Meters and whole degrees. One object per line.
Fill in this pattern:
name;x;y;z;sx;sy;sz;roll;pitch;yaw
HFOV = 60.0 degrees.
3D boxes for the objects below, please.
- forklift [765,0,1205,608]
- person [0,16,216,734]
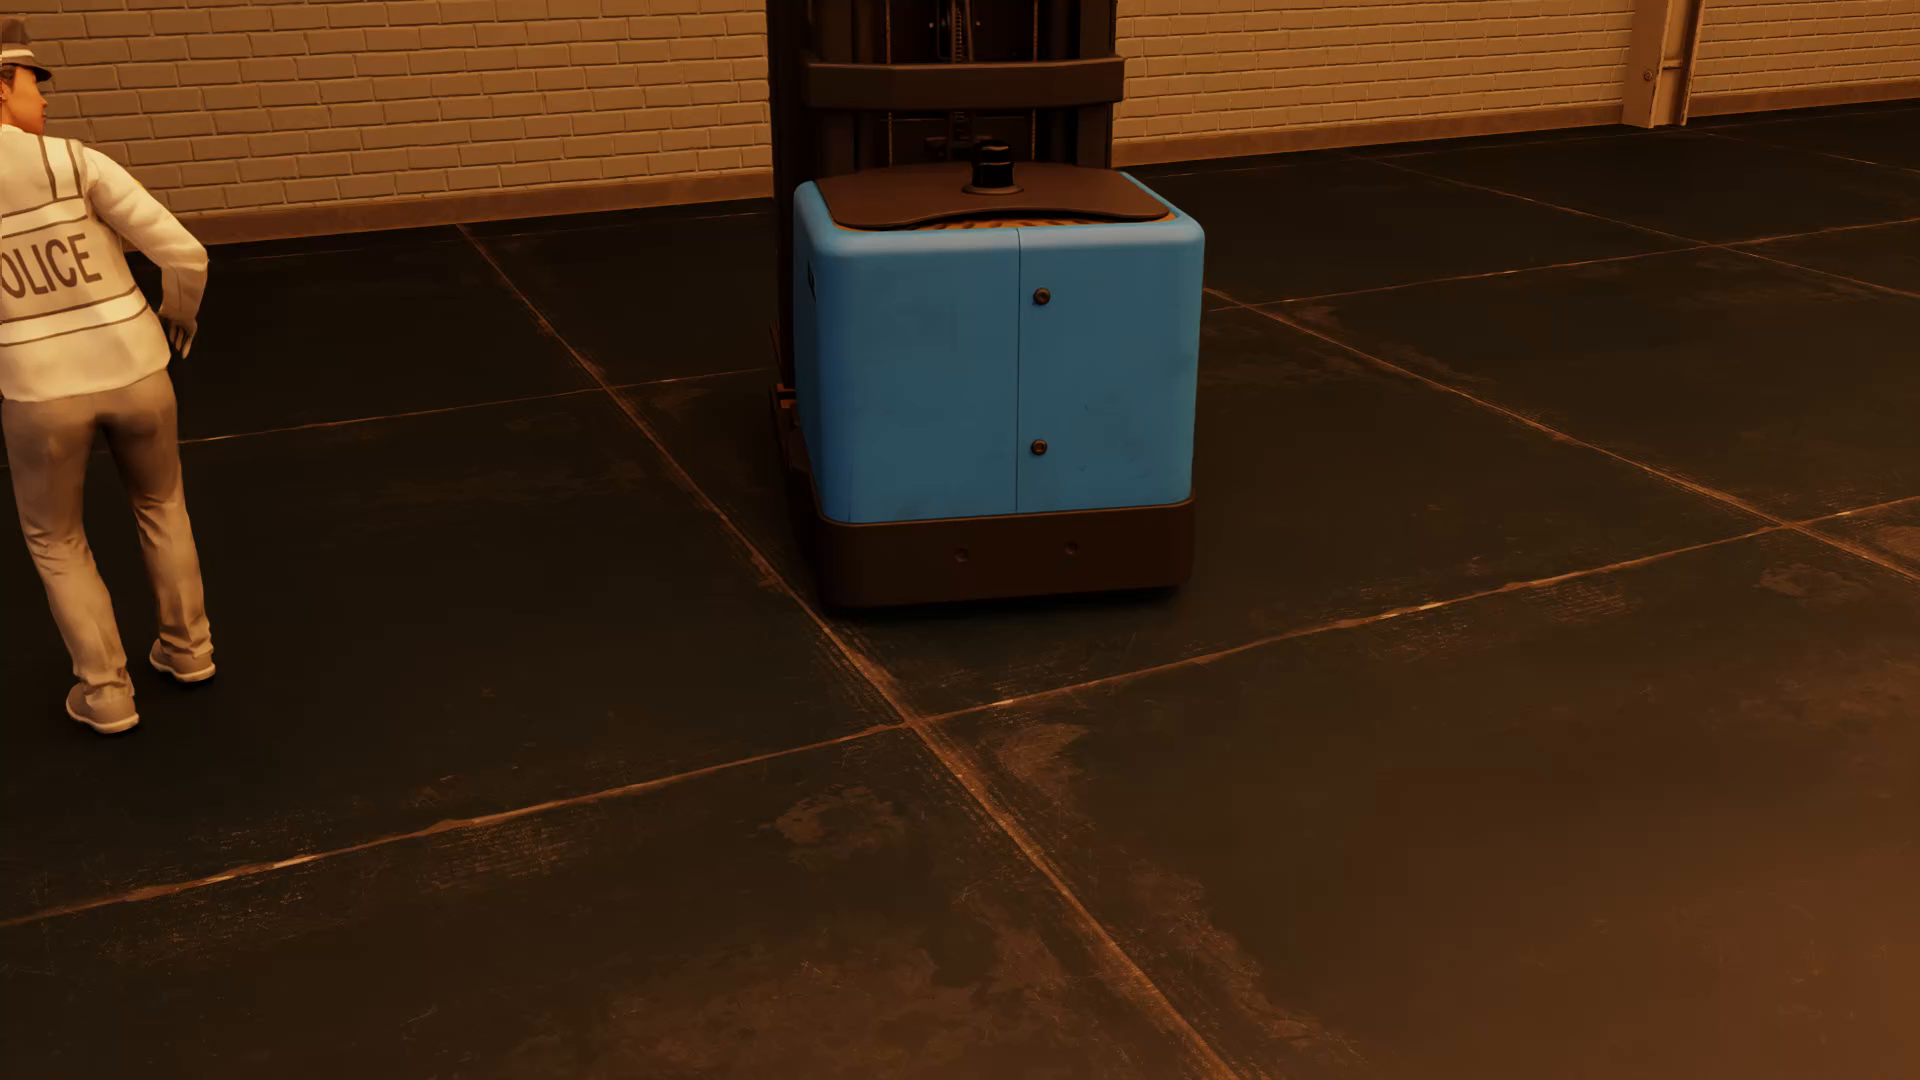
forklift;-0.097;-1.703;5.387;1.130;2.935;3.031;-4;23;-9
person;-2.080;-0.354;3.847;0.697;1.639;0.476;-13;26;-28
